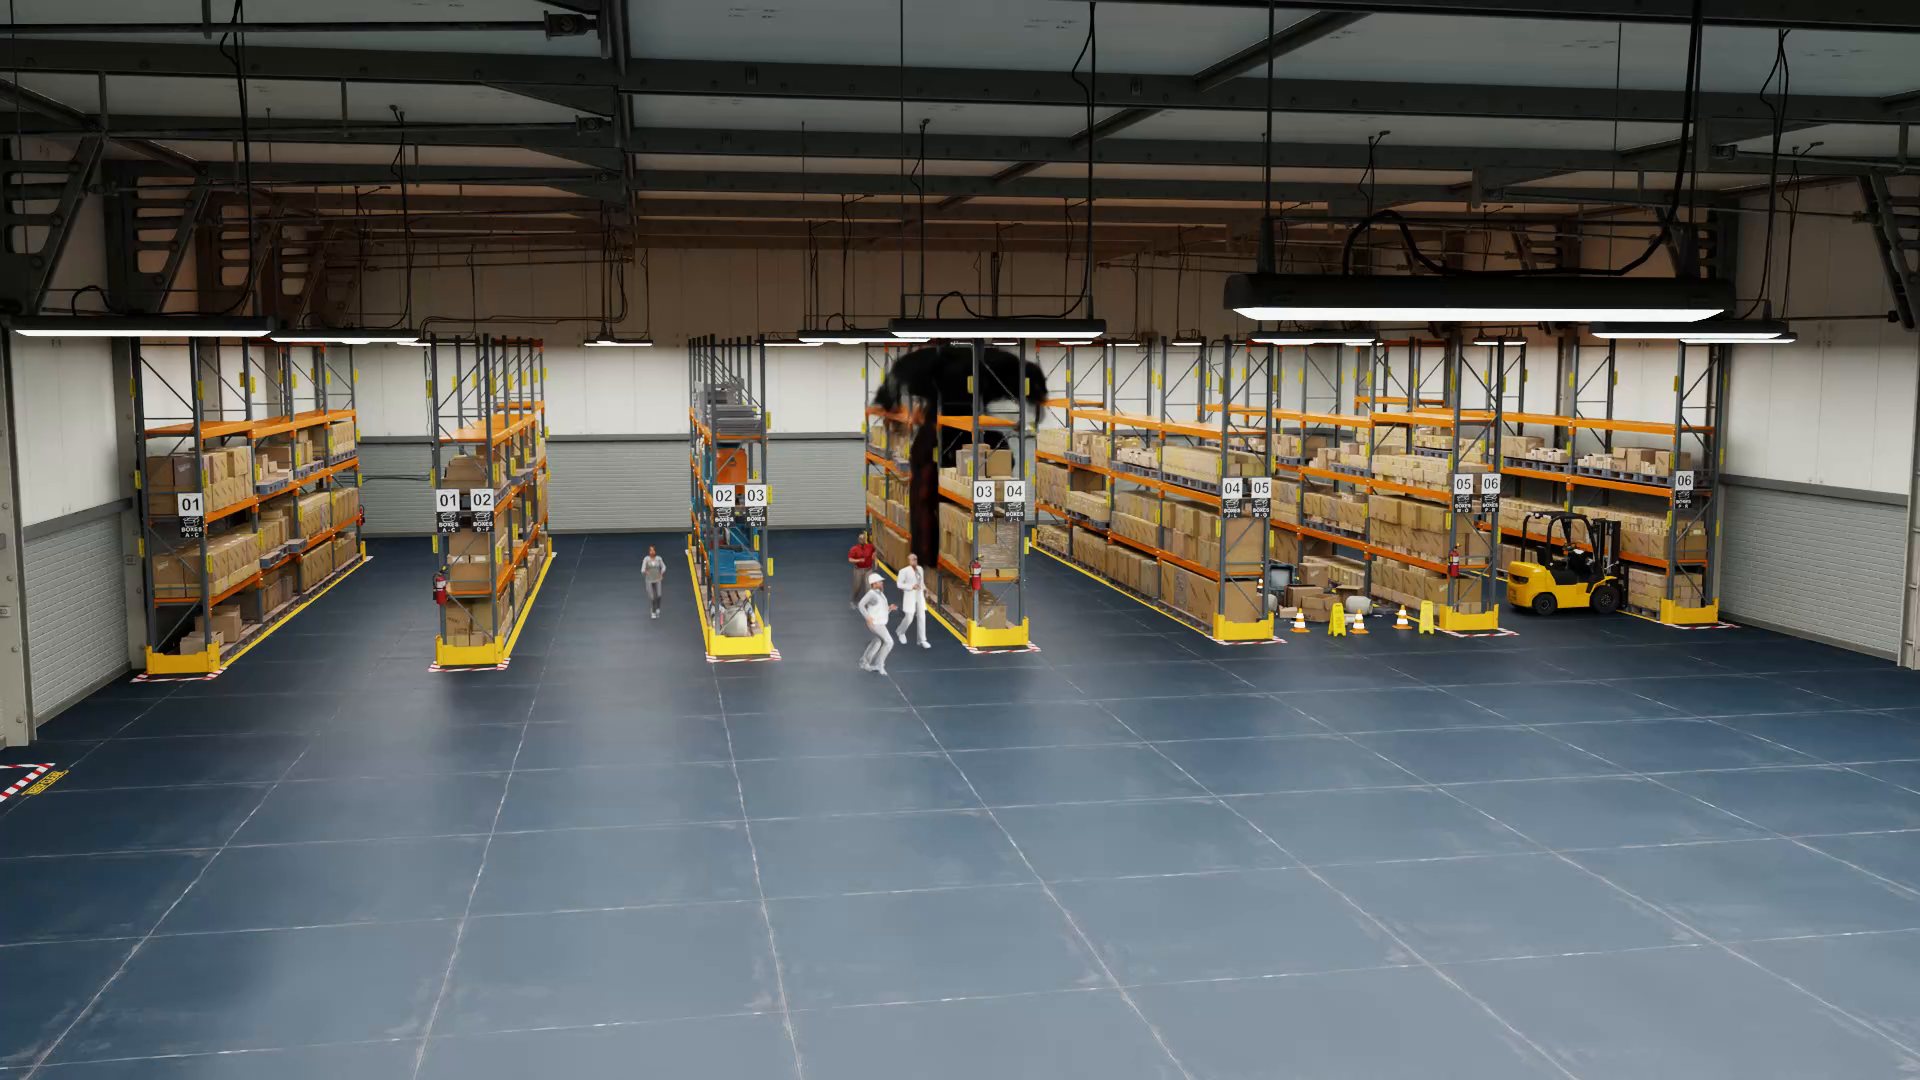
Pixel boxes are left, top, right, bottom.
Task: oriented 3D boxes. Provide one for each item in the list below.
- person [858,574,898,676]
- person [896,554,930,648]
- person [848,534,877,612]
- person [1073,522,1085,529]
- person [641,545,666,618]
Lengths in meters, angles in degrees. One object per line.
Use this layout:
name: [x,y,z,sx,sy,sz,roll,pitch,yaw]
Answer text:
person: [-1.450,1.497,29.317,0.735,1.815,0.628,1,7,10]
person: [-0.916,1.153,32.083,0.723,1.778,0.930,-5,8,-36]
person: [-2.117,0.743,36.139,0.670,1.793,0.926,-2,7,-15]
person: [3.509,-0.889,50.059,0.776,1.826,0.685,-1,7,-11]
person: [-6.490,0.904,35.280,0.521,1.548,0.570,-2,7,-14]
